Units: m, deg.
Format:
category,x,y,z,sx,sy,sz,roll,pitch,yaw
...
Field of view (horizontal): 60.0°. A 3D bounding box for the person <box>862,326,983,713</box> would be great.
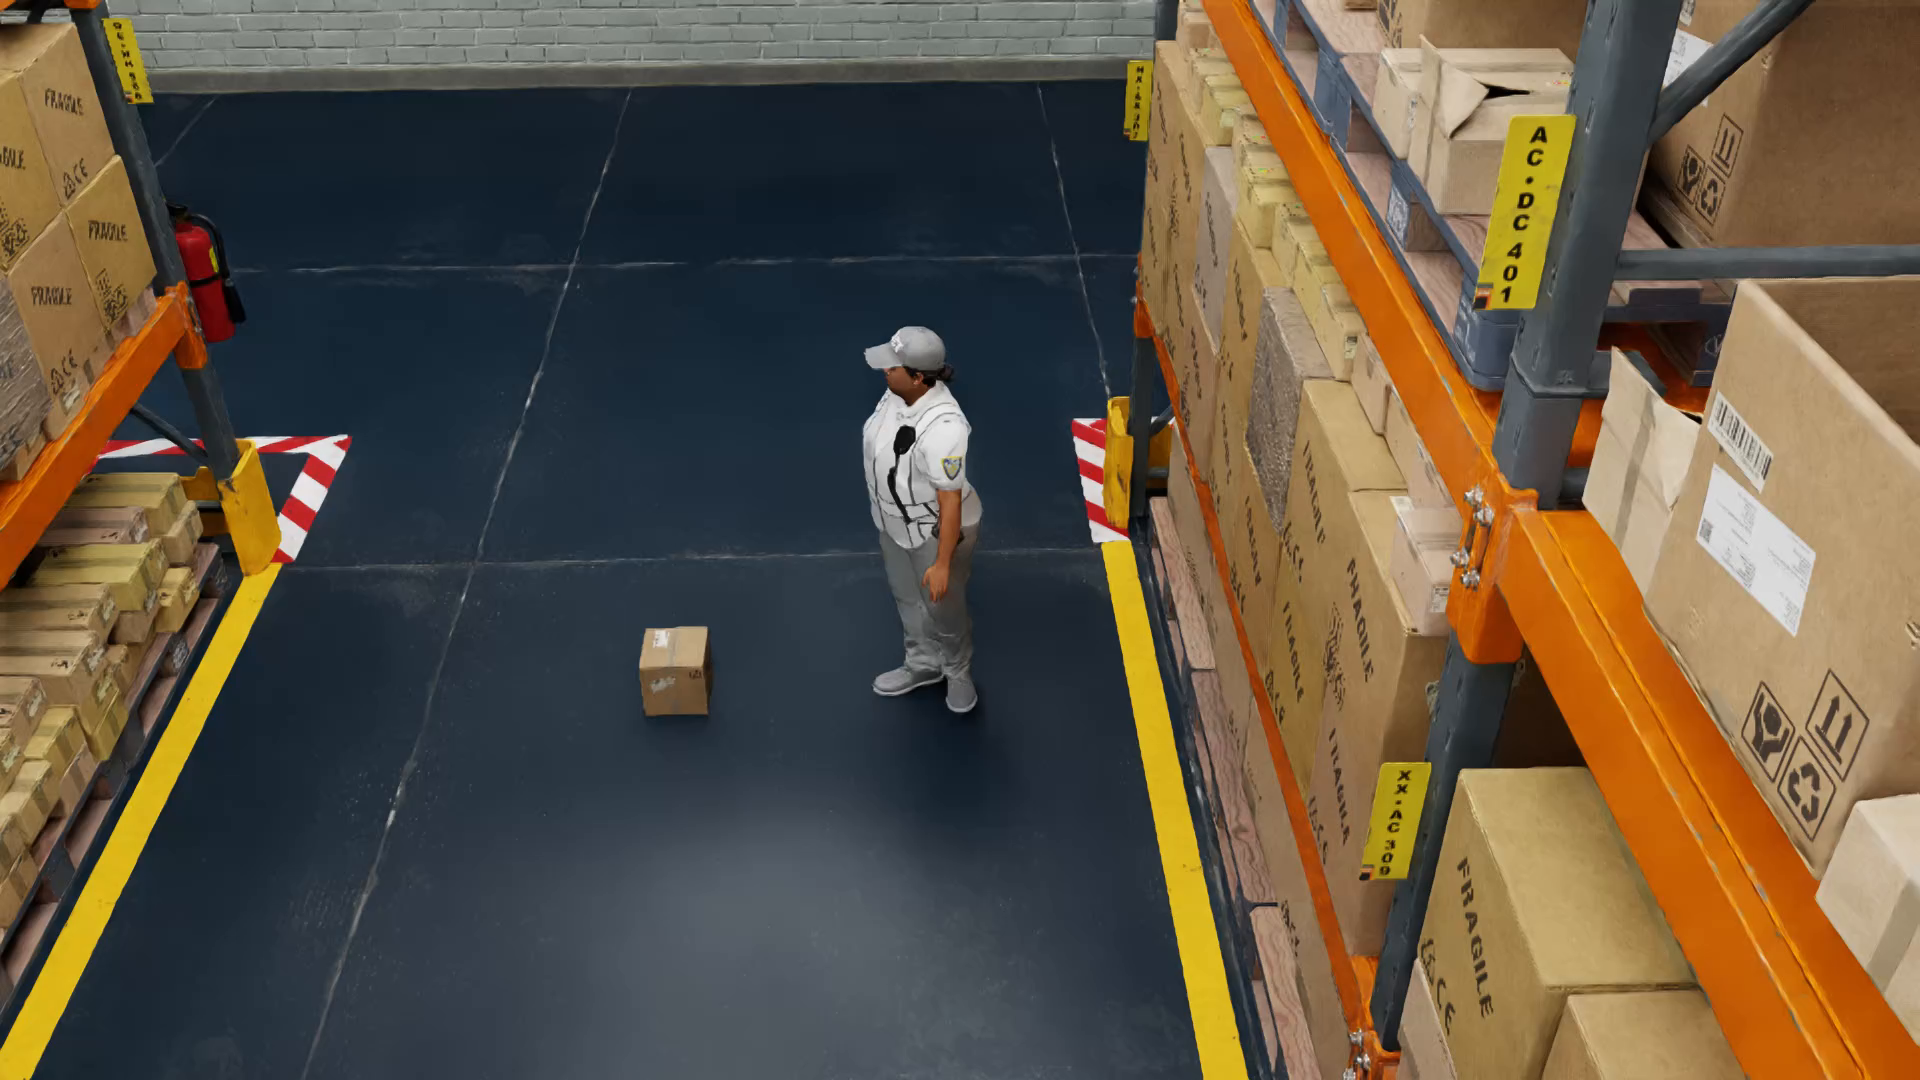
category,x,y,z,sx,sy,sz,roll,pitch,yaw
person,-0.119,-0.043,6.194,0.408,1.672,0.540,-21,40,-27
